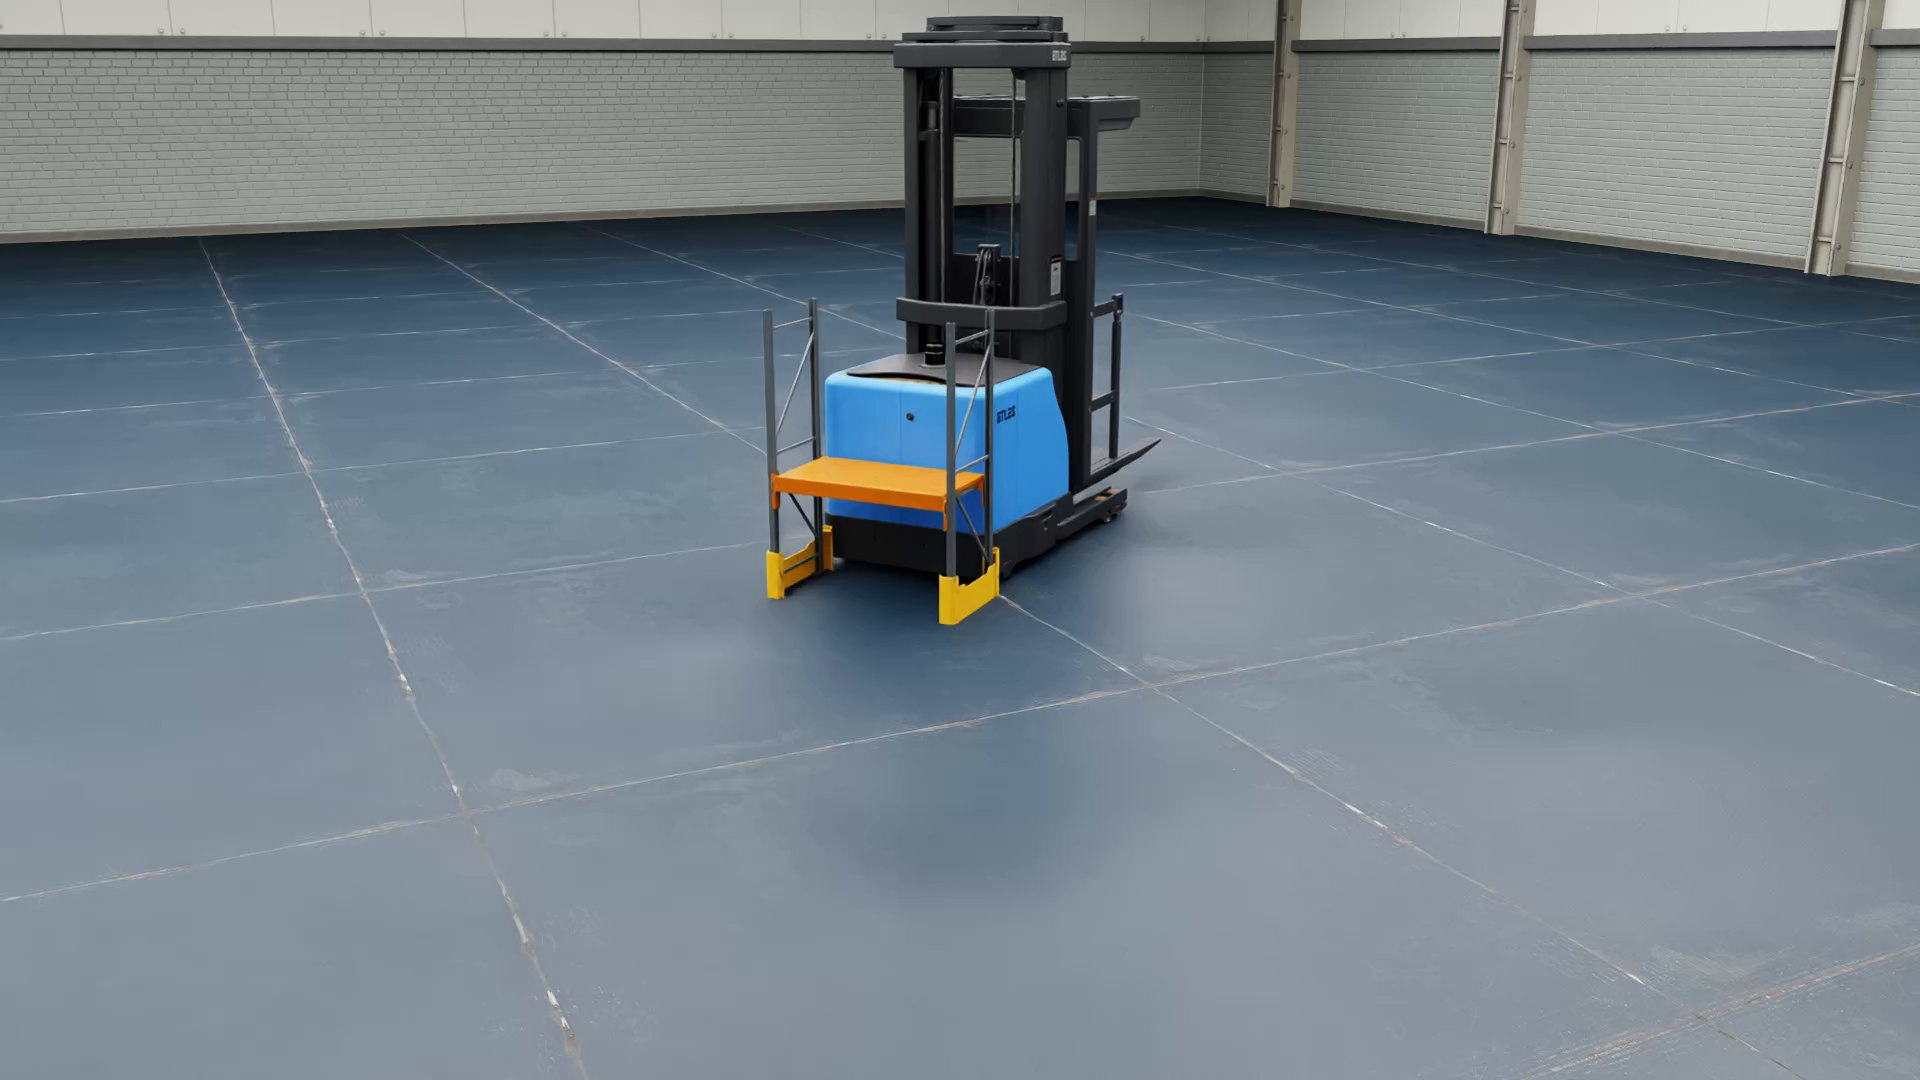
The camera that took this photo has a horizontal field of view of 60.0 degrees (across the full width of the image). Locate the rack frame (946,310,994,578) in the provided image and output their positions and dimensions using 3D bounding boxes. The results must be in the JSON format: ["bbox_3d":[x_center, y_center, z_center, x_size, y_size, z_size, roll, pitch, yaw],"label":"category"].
[{"bbox_3d":[0.052,-0.369,8.318,0.032,1.500,0.500,7,18,24],"label":"rack frame"}]

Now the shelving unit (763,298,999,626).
[{"bbox_3d":[-0.400,-0.428,8.522,1.083,1.500,0.587,7,18,24],"label":"shelving unit"}]

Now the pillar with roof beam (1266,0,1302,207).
[{"bbox_3d":[2.340,-10.310,29.364,9.100,9.000,0.400,-8,18,-25],"label":"pillar with roof beam"}]

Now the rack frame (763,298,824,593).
[{"bbox_3d":[-0.868,-0.488,8.733,0.032,1.500,0.500,7,18,24],"label":"rack frame"}]

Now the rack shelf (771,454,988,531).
[{"bbox_3d":[-0.408,-0.256,8.575,1.000,0.185,0.538,7,18,24],"label":"rack shelf"}]

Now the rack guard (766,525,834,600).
[{"bbox_3d":[-0.851,0.115,8.897,0.087,0.250,0.587,7,18,24],"label":"rack guard"}]

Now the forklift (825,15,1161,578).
[{"bbox_3d":[0.380,-1.563,9.883,1.130,2.935,3.031,8,18,26],"label":"forklift"}]

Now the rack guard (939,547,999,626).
[{"bbox_3d":[0.051,0.231,8.491,0.087,0.250,0.587,7,18,24],"label":"rack guard"}]

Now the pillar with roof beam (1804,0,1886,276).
[{"bbox_3d":[7.597,-7.335,18.996,9.100,9.000,0.400,-8,18,-25],"label":"pillar with roof beam"}]

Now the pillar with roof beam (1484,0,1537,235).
[{"bbox_3d":[4.968,-8.822,24.180,9.100,9.000,0.400,-8,18,-25],"label":"pillar with roof beam"}]
